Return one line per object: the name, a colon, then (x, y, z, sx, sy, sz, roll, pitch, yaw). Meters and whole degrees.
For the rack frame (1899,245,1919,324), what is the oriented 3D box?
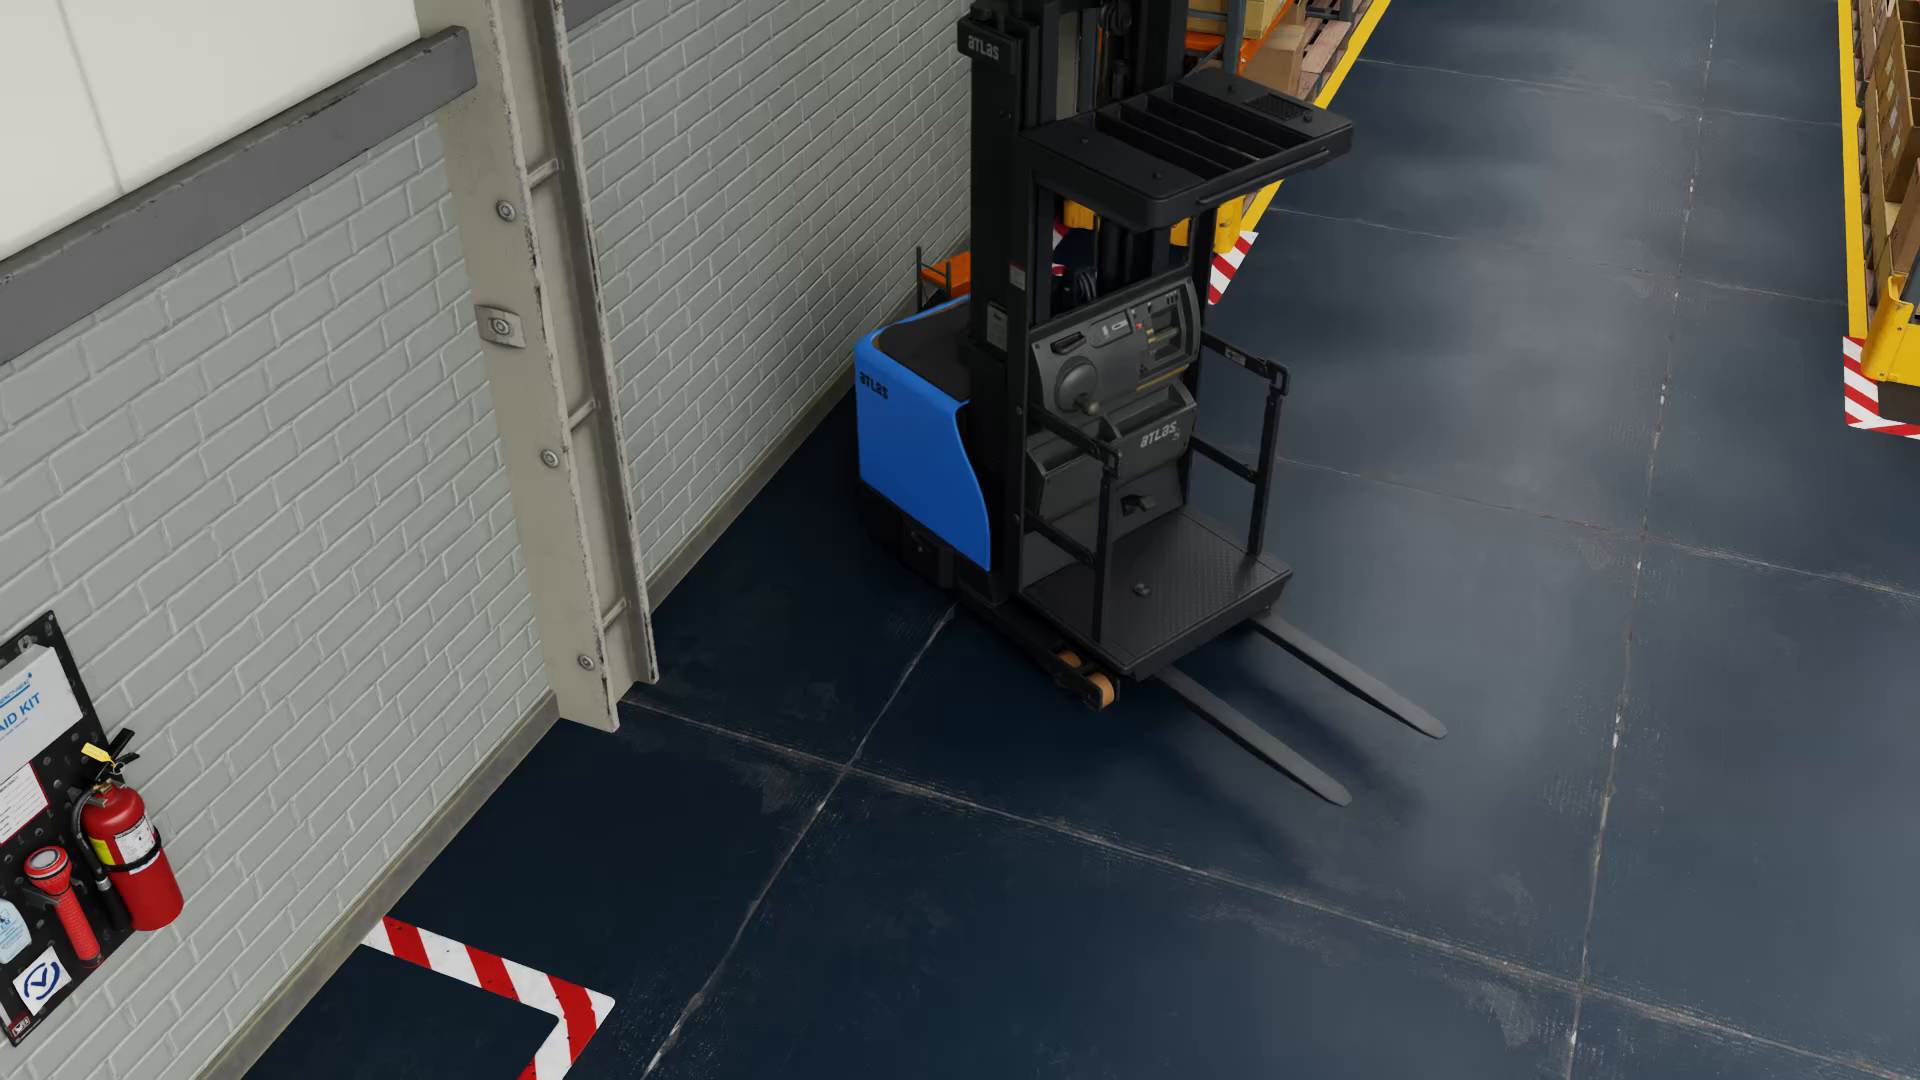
rack frame: (5.825, -2.118, 8.680, 1.000, 3.000, 0.127, 14, 39, 18)

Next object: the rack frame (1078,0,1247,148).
rack frame: (1.243, -3.245, 10.187, 1.000, 3.000, 0.127, 14, 39, 18)

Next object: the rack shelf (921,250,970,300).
rack shelf: (0.047, -1.348, 8.497, 0.480, 0.148, 0.258, -29, 46, -33)

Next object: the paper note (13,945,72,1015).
paper note: (-2.681, 1.287, 4.859, 0.016, 0.148, 0.142, 14, 39, 18)

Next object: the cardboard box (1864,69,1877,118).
cardboard box: (6.890, -3.212, 12.089, 0.500, 0.250, 0.500, 14, 39, 18)

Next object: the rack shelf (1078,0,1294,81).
rack shelf: (2.004, -4.064, 11.884, 1.077, 0.370, 4.000, 14, 39, 18)

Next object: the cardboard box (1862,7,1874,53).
cardboard box: (7.431, -3.975, 13.110, 0.500, 0.250, 0.500, 13, 39, 17)

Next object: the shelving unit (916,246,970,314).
shelving unit: (0.047, -1.033, 8.732, 0.503, 1.200, 0.258, -29, 46, -33)

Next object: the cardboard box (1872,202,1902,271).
cardboard box: (5.935, -1.829, 10.239, 0.500, 0.250, 0.500, 14, 39, 18)

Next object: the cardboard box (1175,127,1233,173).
cardboard box: (1.589, -2.706, 11.345, 0.500, 0.311, 0.500, 10, 38, 13)

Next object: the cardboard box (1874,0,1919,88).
cardboard box: (6.881, -3.515, 11.868, 0.500, 0.500, 0.500, 14, 39, 18)

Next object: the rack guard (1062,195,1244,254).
rack guard: (1.272, -2.285, 10.992, 1.175, 0.500, 0.348, 14, 39, 18)

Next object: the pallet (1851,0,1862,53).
pallet: (8.054, -4.311, 13.942, 1.003, 0.211, 1.213, 14, 39, 18)

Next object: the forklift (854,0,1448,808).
forklift: (0.808, -0.765, 6.927, 1.130, 2.935, 3.031, -26, 44, -31)

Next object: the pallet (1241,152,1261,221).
pallet: (1.613, -2.612, 11.669, 1.003, 0.211, 1.213, 14, 39, 18)

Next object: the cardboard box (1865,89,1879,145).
cardboard box: (6.695, -2.936, 11.721, 0.500, 0.250, 0.500, 14, 39, 18)

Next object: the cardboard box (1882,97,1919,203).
cardboard box: (6.121, -2.407, 10.386, 0.500, 0.500, 0.500, 14, 39, 18)

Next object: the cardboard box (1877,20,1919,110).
cardboard box: (6.698, -3.236, 11.495, 0.500, 0.500, 0.500, 14, 39, 18)

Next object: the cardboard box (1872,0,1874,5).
cardboard box: (7.620, -4.479, 13.316, 0.500, 0.311, 0.500, 14, 39, 18)

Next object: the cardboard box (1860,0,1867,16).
cardboard box: (7.820, -4.540, 13.866, 0.500, 0.250, 0.500, 15, 39, 19)

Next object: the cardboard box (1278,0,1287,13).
cardboard box: (1.906, -3.681, 10.880, 0.500, 0.250, 0.500, 13, 39, 16)

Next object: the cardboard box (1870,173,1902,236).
cardboard box: (6.124, -2.106, 10.610, 0.500, 0.250, 0.500, 14, 39, 18)

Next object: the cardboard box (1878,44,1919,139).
cardboard box: (6.501, -2.961, 11.127, 0.500, 0.500, 0.500, 14, 39, 18)

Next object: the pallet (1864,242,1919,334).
pallet: (6.077, -1.434, 10.094, 1.003, 0.211, 1.213, 14, 39, 18)

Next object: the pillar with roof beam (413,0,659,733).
pillar with roof beam: (2.407, -1.930, 3.417, 9.100, 9.000, 0.400, 14, 39, 18)

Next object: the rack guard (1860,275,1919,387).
rack guard: (5.816, -1.104, 9.411, 1.175, 0.500, 0.348, 14, 39, 18)

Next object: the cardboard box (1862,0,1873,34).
cardboard box: (7.625, -4.258, 13.489, 0.500, 0.250, 0.500, 15, 39, 19)

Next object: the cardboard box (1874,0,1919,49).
cardboard box: (7.236, -3.914, 12.560, 0.500, 0.311, 0.500, 14, 39, 18)

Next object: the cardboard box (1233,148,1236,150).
cardboard box: (1.806, -3.022, 11.768, 0.500, 0.311, 0.500, 17, 40, 21)

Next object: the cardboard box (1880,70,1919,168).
cardboard box: (6.312, -2.684, 10.756, 0.500, 0.500, 0.500, 14, 39, 18)

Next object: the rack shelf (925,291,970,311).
rack shelf: (0.047, -1.159, 8.638, 0.480, 0.148, 0.258, -29, 46, -33)

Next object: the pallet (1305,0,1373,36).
pallet: (3.060, -4.774, 14.562, 1.003, 0.211, 1.213, 14, 39, 18)

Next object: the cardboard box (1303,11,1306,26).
cardboard box: (2.589, -4.198, 13.461, 0.380, 0.166, 0.250, 9, 38, 12)

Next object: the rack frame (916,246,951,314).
rack frame: (-0.132, -0.934, 8.599, 0.015, 1.200, 0.240, -29, 46, -33)

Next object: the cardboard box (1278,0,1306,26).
cardboard box: (2.407, -4.050, 12.986, 0.500, 0.500, 0.500, 11, 38, 14)

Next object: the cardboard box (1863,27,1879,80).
cardboard box: (7.237, -3.695, 12.736, 0.500, 0.250, 0.500, 13, 39, 17)

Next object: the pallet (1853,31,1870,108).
pallet: (7.591, -3.633, 13.035, 1.003, 0.211, 1.213, 14, 39, 18)

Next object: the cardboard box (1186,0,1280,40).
cardboard box: (1.722, -3.390, 10.491, 0.500, 0.250, 0.500, 13, 39, 16)

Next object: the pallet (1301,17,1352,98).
pallet: (2.542, -3.962, 13.476, 1.003, 0.211, 1.213, 14, 39, 18)

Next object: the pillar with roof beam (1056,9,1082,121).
pillar with roof beam: (4.690, -5.251, 7.861, 9.100, 9.000, 0.400, 14, 39, 18)

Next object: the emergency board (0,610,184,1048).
emergency board: (-2.549, 0.852, 4.706, 0.194, 1.169, 0.643, 14, 39, 18)

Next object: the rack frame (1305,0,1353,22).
rack frame: (2.765, -5.459, 13.150, 1.000, 3.000, 0.127, 14, 39, 18)

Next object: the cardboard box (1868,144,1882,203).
cardboard box: (6.316, -2.383, 10.980, 0.500, 0.250, 0.500, 14, 39, 18)

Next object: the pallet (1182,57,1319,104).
pallet: (2.079, -3.285, 12.570, 1.003, 0.211, 1.213, 14, 39, 18)

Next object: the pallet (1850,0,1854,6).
pallet: (8.520, -4.984, 14.843, 1.003, 0.211, 1.213, 14, 39, 18)

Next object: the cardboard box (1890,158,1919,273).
cardboard box: (5.754, -1.850, 9.641, 0.500, 0.500, 0.500, 14, 39, 18)

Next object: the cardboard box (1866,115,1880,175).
cardboard box: (6.500, -2.661, 11.352, 0.500, 0.250, 0.500, 14, 39, 18)

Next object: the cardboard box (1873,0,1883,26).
cardboard box: (7.428, -4.203, 12.947, 0.500, 0.311, 0.500, 15, 39, 19)

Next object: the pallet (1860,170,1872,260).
pallet: (6.543, -2.107, 10.995, 1.003, 0.211, 1.213, 14, 39, 18)

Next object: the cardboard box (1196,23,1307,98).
cardboard box: (2.131, -3.493, 12.239, 0.700, 0.500, 0.500, 11, 38, 15)

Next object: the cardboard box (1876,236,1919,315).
cardboard box: (5.756, -1.549, 9.865, 0.500, 0.250, 0.500, 14, 39, 18)

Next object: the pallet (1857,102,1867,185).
pallet: (7.006, -2.785, 11.901, 1.003, 0.211, 1.213, 14, 39, 18)
